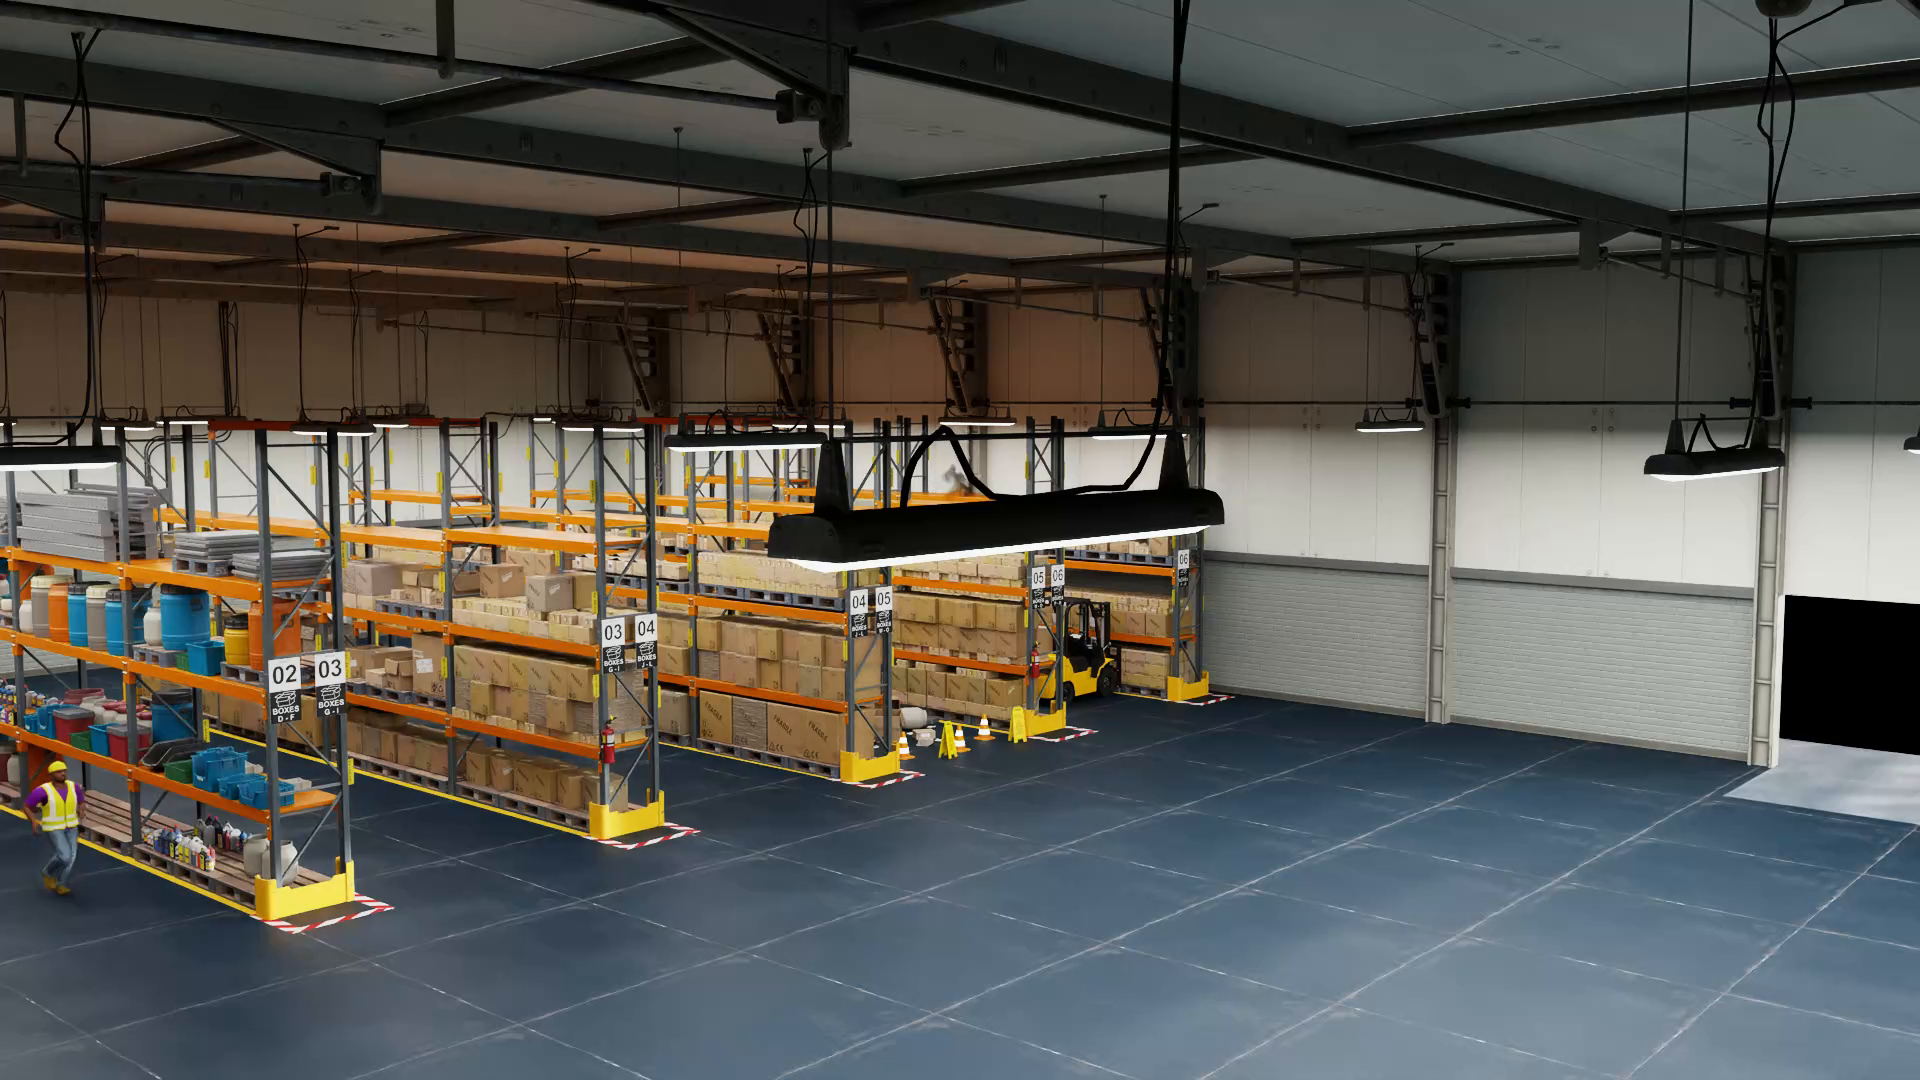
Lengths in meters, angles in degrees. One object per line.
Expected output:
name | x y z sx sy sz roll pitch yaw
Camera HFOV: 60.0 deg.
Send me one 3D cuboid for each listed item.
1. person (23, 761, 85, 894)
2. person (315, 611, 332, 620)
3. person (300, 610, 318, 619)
person | -11.503 3.691 21.297 0.597 1.721 0.690 3 6 32
person | -15.045 2.244 38.942 0.967 1.704 0.762 4 6 42
person | -14.659 2.331 37.519 0.769 1.796 0.925 -1 5 -13
